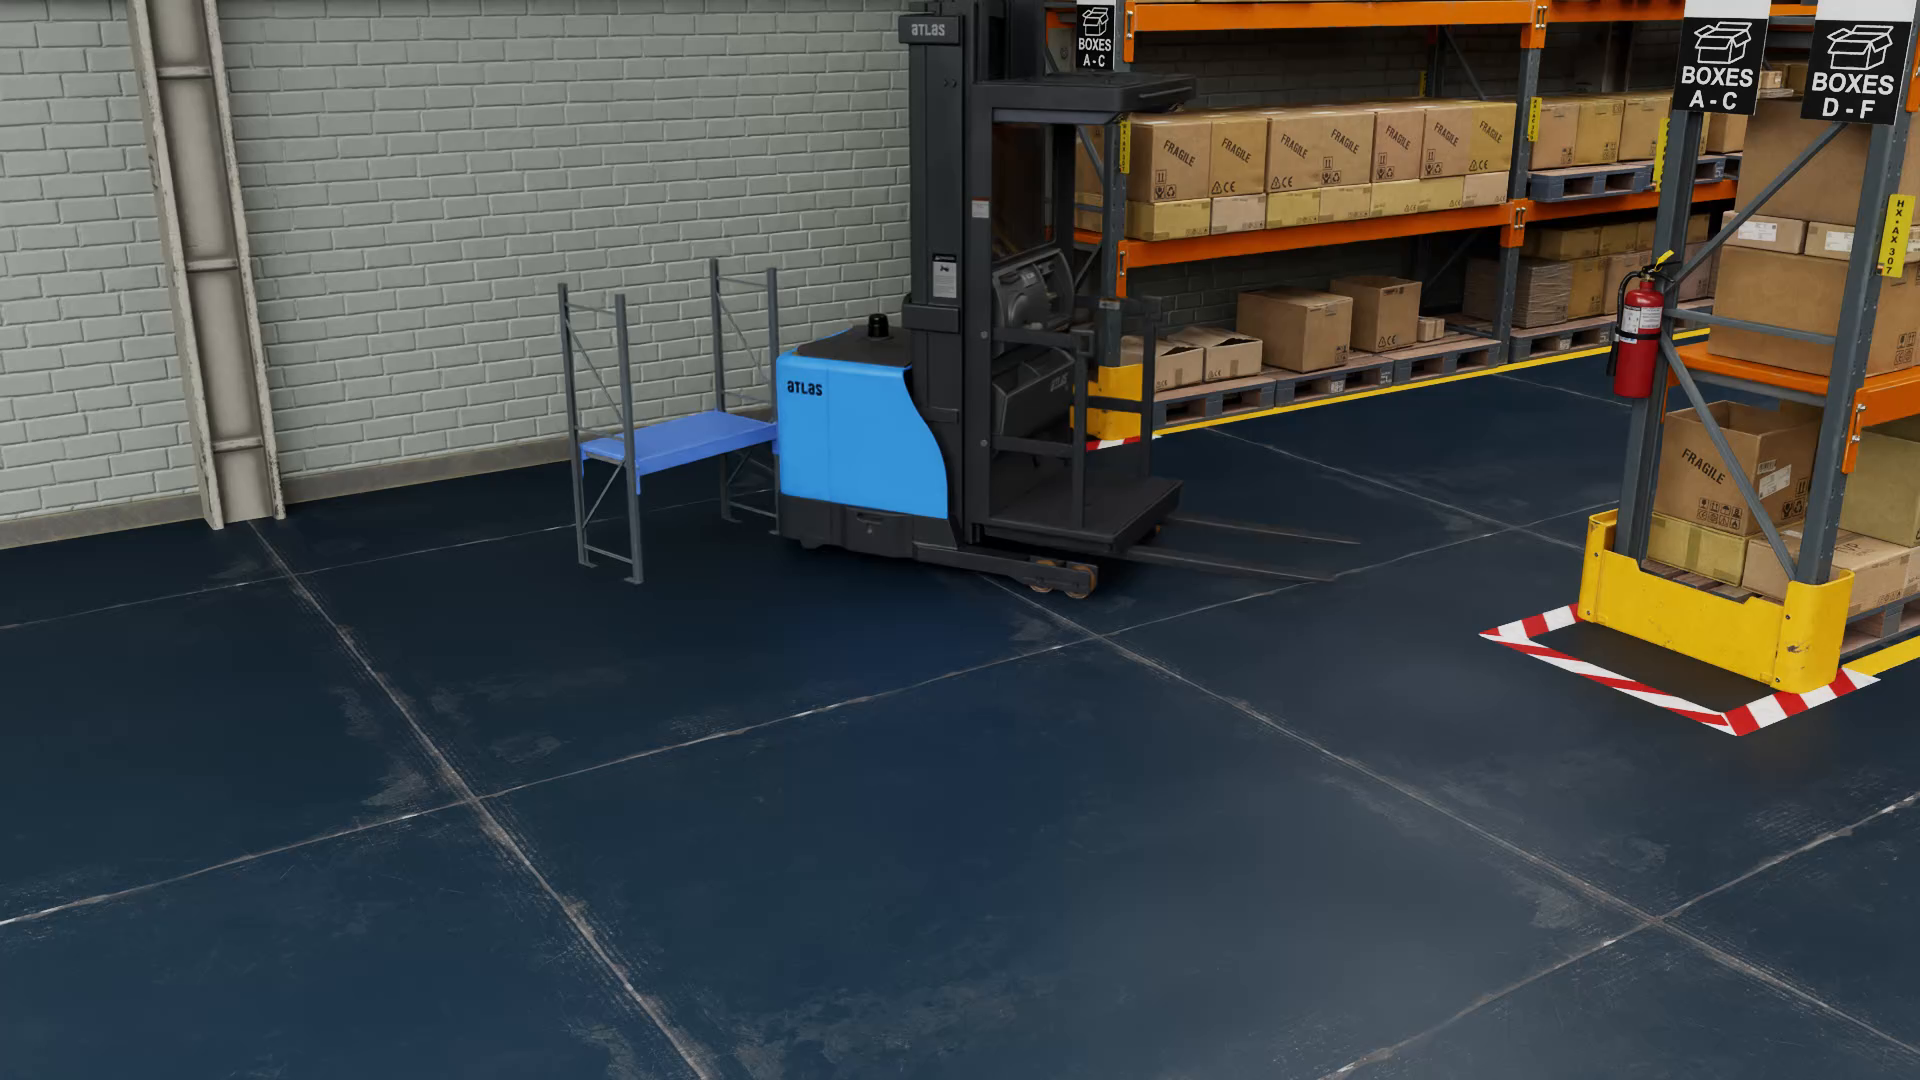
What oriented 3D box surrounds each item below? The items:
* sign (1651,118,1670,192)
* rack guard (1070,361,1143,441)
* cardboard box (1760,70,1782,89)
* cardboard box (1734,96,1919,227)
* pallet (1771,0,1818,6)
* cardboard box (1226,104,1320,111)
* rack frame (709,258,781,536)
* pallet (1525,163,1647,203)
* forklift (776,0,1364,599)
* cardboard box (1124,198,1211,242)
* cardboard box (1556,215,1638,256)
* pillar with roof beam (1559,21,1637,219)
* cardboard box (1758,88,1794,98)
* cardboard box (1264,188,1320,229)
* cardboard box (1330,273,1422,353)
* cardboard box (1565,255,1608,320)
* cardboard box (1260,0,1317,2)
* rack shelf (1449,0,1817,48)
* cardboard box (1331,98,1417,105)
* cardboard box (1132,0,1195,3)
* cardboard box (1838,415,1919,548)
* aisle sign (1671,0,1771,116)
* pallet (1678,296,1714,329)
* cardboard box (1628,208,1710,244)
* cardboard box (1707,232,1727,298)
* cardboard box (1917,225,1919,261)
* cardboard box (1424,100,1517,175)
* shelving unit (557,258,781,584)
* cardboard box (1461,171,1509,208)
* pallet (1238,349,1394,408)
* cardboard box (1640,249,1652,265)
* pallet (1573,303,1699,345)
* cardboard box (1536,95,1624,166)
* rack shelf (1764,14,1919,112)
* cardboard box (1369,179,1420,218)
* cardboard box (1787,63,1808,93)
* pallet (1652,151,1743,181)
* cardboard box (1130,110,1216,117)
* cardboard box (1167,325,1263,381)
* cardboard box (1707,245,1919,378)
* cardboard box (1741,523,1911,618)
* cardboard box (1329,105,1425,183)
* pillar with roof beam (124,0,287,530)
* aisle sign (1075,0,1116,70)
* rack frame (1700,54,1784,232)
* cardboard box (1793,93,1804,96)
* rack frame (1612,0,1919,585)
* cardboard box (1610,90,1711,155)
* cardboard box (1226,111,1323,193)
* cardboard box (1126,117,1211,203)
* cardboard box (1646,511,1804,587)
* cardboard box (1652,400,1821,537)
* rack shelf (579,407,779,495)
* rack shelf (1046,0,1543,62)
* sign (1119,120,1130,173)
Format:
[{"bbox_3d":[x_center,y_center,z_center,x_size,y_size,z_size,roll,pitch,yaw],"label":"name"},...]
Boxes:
[{"bbox_3d":[3.197,-1.740,7.532,0.005,0.325,0.100,-12,22,-31],"label":"sign"},{"bbox_3d":[0.820,-1.086,11.676,0.348,0.500,1.175,-12,22,-31],"label":"rack guard"},{"bbox_3d":[7.167,-4.160,15.010,0.250,0.149,0.380,-16,24,-38],"label":"cardboard box"},{"bbox_3d":[3.925,-1.682,7.355,0.500,0.500,0.700,-12,22,-31],"label":"cardboard box"},{"bbox_3d":[4.089,-2.429,7.200,1.213,0.211,1.003,-12,22,-31],"label":"pallet"},{"bbox_3d":[2.309,-2.957,12.340,0.500,0.500,0.500,-12,22,-31],"label":"cardboard box"},{"bbox_3d":[-1.177,-0.786,9.229,0.500,1.500,0.032,15,24,38],"label":"rack frame"},{"bbox_3d":[4.816,-2.966,13.634,1.213,0.211,1.003,-12,22,-31],"label":"pallet"},{"bbox_3d":[0.563,-1.286,8.471,3.031,2.935,1.130,9,21,24],"label":"forklift"},{"bbox_3d":[1.339,-2.196,11.260,0.500,0.250,0.500,-13,22,-33],"label":"cardboard box"},{"bbox_3d":[5.501,-2.646,14.432,0.500,0.250,0.500,-13,22,-33],"label":"cardboard box"},{"bbox_3d":[8.244,-5.358,11.044,0.400,9.000,9.100,-12,22,-31],"label":"pillar with roof beam"},{"bbox_3d":[7.051,-3.836,15.065,0.500,0.500,0.700,-15,24,-38],"label":"cardboard box"},{"bbox_3d":[2.193,-2.379,11.802,0.500,0.250,0.500,-12,22,-32],"label":"cardboard box"},{"bbox_3d":[3.253,-1.792,13.077,0.500,0.500,0.500,-14,23,-35],"label":"cardboard box"},{"bbox_3d":[5.107,-2.224,14.355,0.500,0.500,0.700,-12,22,-32],"label":"cardboard box"},{"bbox_3d":[2.073,-3.904,11.238,0.500,0.500,0.500,-11,21,-29],"label":"cardboard box"},{"bbox_3d":[5.768,-4.394,13.997,4.000,0.370,1.077,-12,22,-31],"label":"rack shelf"},{"bbox_3d":[3.156,-3.138,12.874,0.500,0.500,0.500,-12,22,-32],"label":"cardboard box"},{"bbox_3d":[1.174,-3.726,10.712,0.500,0.500,0.500,-11,22,-30],"label":"cardboard box"},{"bbox_3d":[4.471,-0.307,7.937,0.500,0.500,0.500,-12,22,-31],"label":"cardboard box"},{"bbox_3d":[3.268,-2.231,7.100,0.004,0.787,0.394,-12,22,-31],"label":"aisle sign"},{"bbox_3d":[6.785,-2.207,15.444,1.213,0.211,1.003,-12,22,-31],"label":"pallet"},{"bbox_3d":[6.355,-2.821,14.950,0.500,0.250,0.500,-11,22,-30],"label":"cardboard box"},{"bbox_3d":[6.866,-2.549,15.317,0.500,0.500,0.700,-12,22,-31],"label":"cardboard box"},{"bbox_3d":[4.149,-1.346,7.372,0.250,0.149,0.380,-13,22,-33],"label":"cardboard box"},{"bbox_3d":[3.873,-3.089,12.729,0.500,0.500,0.500,-12,22,-32],"label":"cardboard box"},{"bbox_3d":[-1.506,-0.662,8.861,0.538,1.500,1.048,15,24,38],"label":"shelving unit"},{"bbox_3d":[3.869,-2.735,12.854,0.500,0.250,0.500,-12,22,-31],"label":"cardboard box"},{"bbox_3d":[2.536,-1.296,12.749,1.213,0.211,1.003,-12,22,-31],"label":"pallet"},{"bbox_3d":[5.972,-2.394,14.860,0.500,0.500,0.700,-12,22,-32],"label":"cardboard box"},{"bbox_3d":[5.767,-1.994,14.813,1.213,0.211,1.003,-12,22,-31],"label":"pallet"},{"bbox_3d":[5.012,-3.394,13.757,0.500,0.500,0.700,-9,21,-26],"label":"cardboard box"},{"bbox_3d":[5.155,-2.365,7.995,4.000,0.370,1.077,-12,22,-31],"label":"rack shelf"},{"bbox_3d":[3.036,-2.557,12.327,0.500,0.250,0.500,-12,22,-32],"label":"cardboard box"},{"bbox_3d":[7.983,-4.235,15.264,0.500,0.250,0.500,-11,22,-30],"label":"cardboard box"},{"bbox_3d":[6.902,-3.421,14.979,1.003,0.211,1.213,-12,22,-31],"label":"pallet"},{"bbox_3d":[1.459,-2.776,11.805,0.500,0.500,0.500,-12,22,-31],"label":"cardboard box"},{"bbox_3d":[1.860,-1.389,12.182,0.500,0.311,0.500,-10,21,-27],"label":"cardboard box"},{"bbox_3d":[3.881,-1.058,7.535,0.500,0.500,0.700,-12,22,-31],"label":"cardboard box"},{"bbox_3d":[4.055,0.137,7.795,0.500,0.250,0.500,-12,22,-31],"label":"cardboard box"},{"bbox_3d":[3.032,-2.913,12.211,0.500,0.500,0.500,-13,22,-33],"label":"cardboard box"},{"bbox_3d":[-1.778,-3.245,4.792,0.400,9.000,9.100,-12,22,-31],"label":"pillar with roof beam"},{"bbox_3d":[0.862,-3.395,10.544,0.004,0.787,0.394,-12,22,-31],"label":"aisle sign"},{"bbox_3d":[7.438,-3.666,15.404,0.127,3.000,1.000,-12,22,-31],"label":"rack frame"},{"bbox_3d":[7.985,-3.880,15.388,0.500,0.500,0.500,-11,22,-30],"label":"cardboard box"},{"bbox_3d":[3.484,-0.932,7.318,0.127,3.000,1.000,-12,22,-31],"label":"rack frame"},{"bbox_3d":[6.023,-3.611,14.398,0.500,0.500,0.700,-12,22,-31],"label":"cardboard box"},{"bbox_3d":[2.174,-2.728,11.661,0.500,0.500,0.500,-13,22,-33],"label":"cardboard box"},{"bbox_3d":[1.321,-2.554,11.147,0.500,0.500,0.500,-12,22,-31],"label":"cardboard box"},{"bbox_3d":[3.770,-0.002,8.205,0.500,0.250,0.500,-12,22,-31],"label":"cardboard box"},{"bbox_3d":[3.769,-0.358,8.086,0.500,0.500,0.500,-12,22,-31],"label":"cardboard box"},{"bbox_3d":[-1.506,-0.492,8.919,0.538,0.185,1.000,15,24,38],"label":"rack shelf"},{"bbox_3d":[2.427,-3.689,11.913,4.000,0.370,1.077,-12,22,-31],"label":"rack shelf"},{"bbox_3d":[1.055,-2.521,10.668,0.005,0.325,0.100,-12,22,-31],"label":"sign"}]
